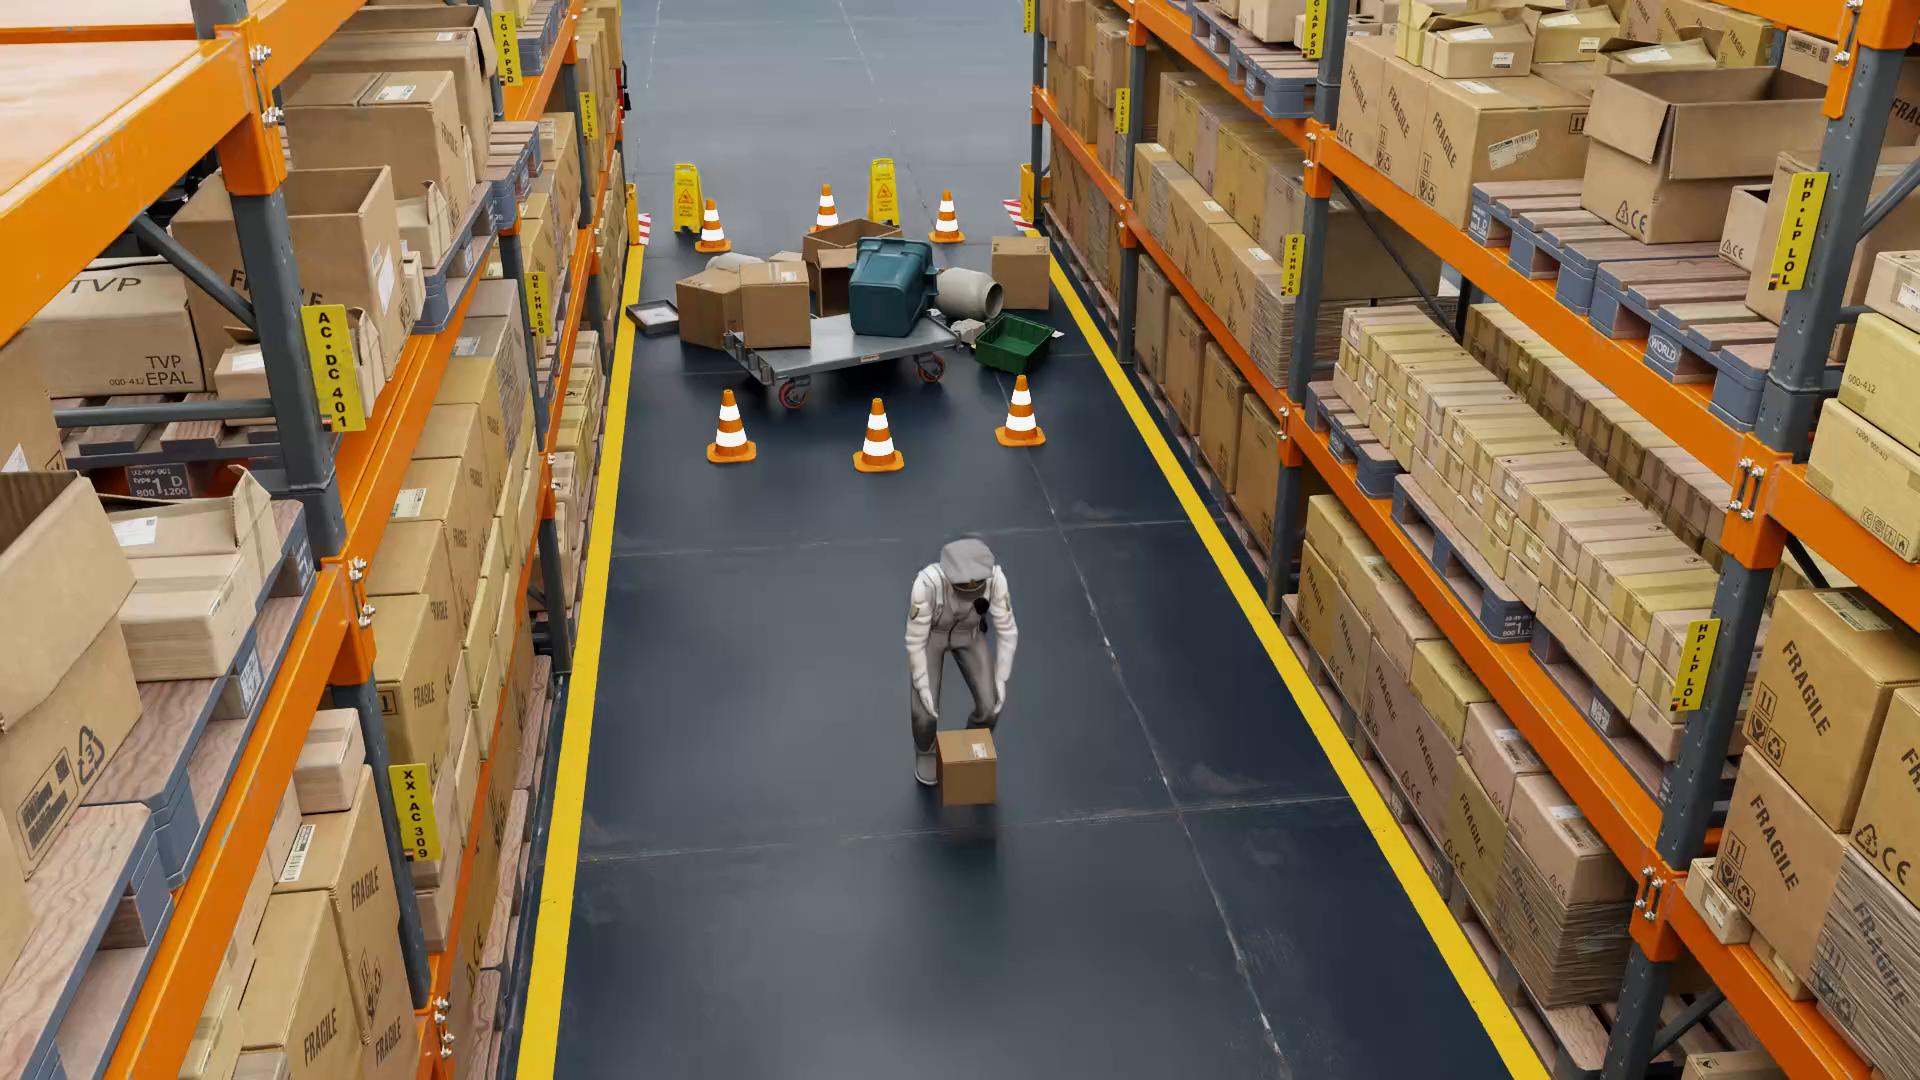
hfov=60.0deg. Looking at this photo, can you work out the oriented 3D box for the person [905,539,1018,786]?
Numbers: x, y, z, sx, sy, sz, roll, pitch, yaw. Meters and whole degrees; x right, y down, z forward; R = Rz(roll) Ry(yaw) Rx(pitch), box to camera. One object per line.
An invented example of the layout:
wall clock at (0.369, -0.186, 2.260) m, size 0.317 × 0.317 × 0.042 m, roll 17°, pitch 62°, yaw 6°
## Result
person at (-0.001, 0.549, 7.878) m, size 0.535 × 1.376 × 0.708 m, roll -4°, pitch 28°, yaw -7°
